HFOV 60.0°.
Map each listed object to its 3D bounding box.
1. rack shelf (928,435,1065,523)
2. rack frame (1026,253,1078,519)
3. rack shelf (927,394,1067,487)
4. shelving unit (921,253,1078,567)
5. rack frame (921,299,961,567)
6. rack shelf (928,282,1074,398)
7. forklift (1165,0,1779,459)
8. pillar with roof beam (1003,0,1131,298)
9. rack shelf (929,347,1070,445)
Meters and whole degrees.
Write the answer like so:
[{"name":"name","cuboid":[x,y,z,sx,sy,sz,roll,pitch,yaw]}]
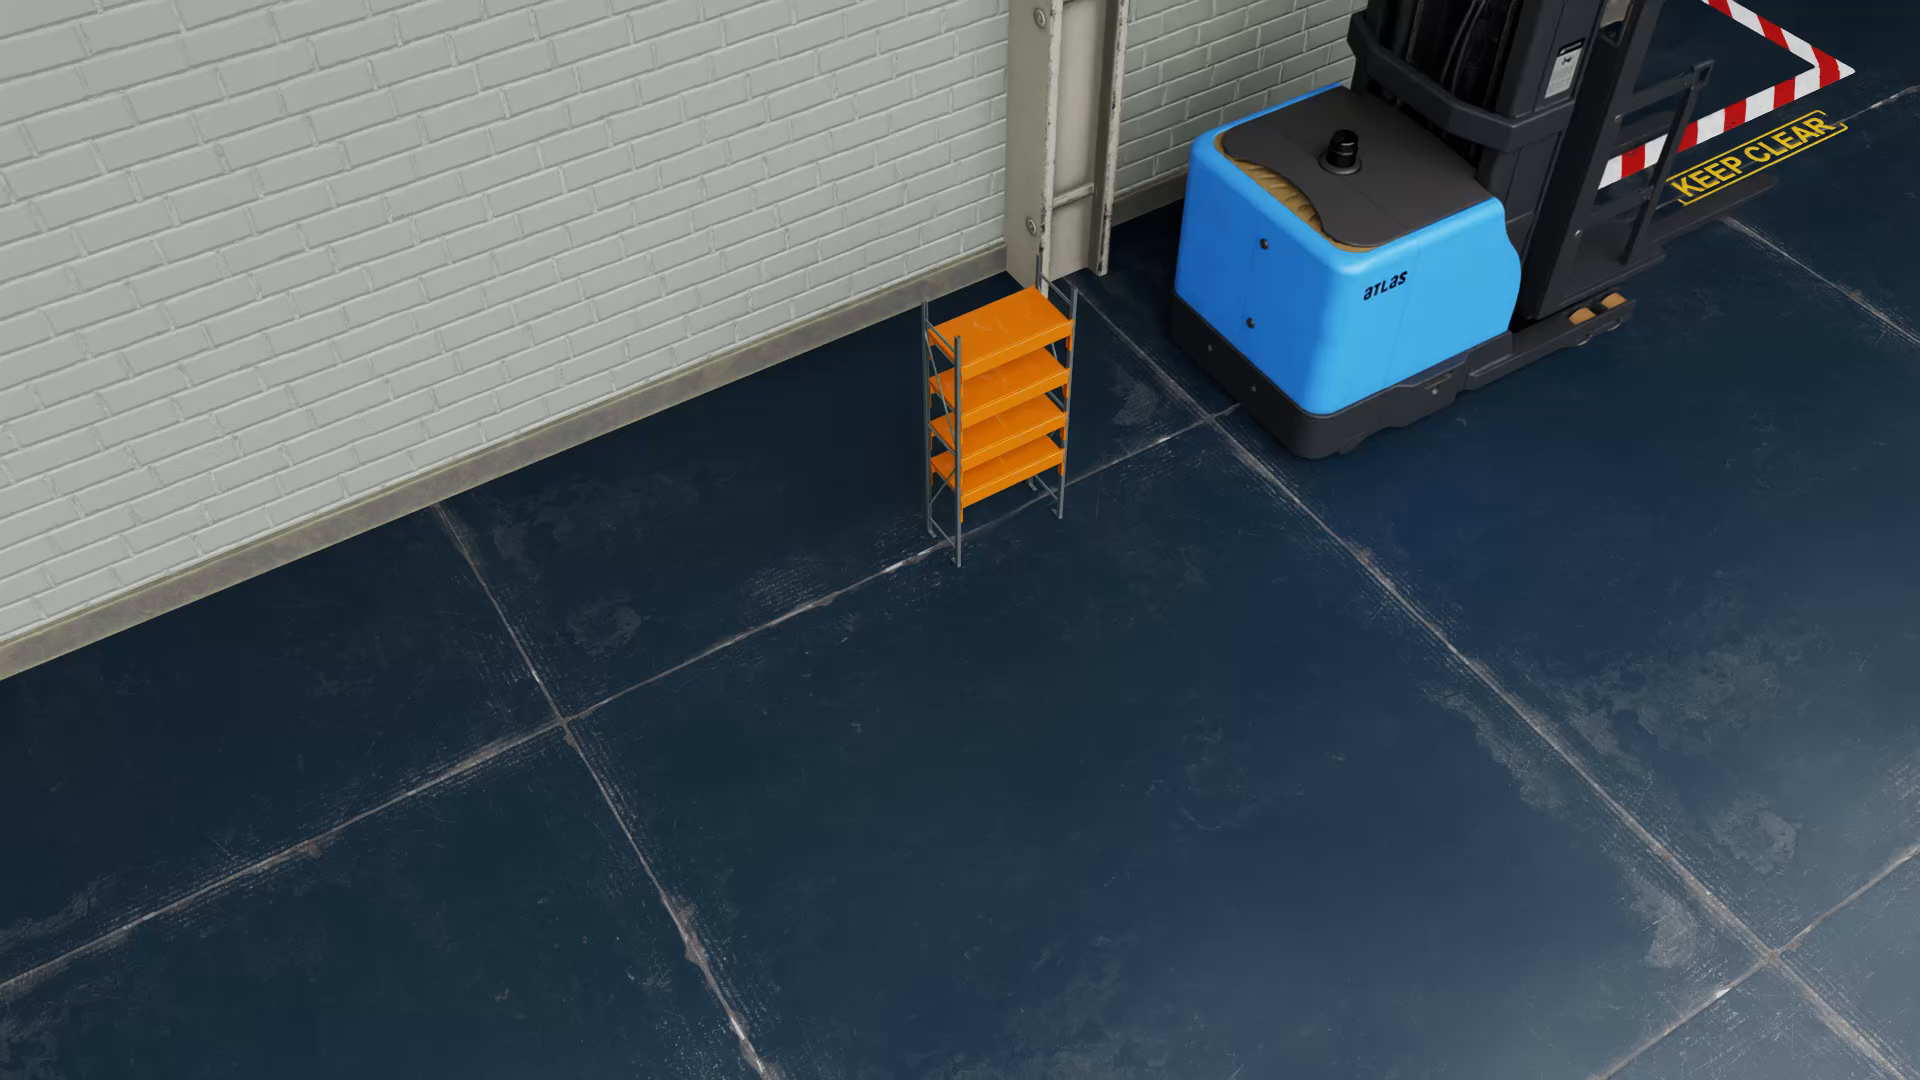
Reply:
[{"name":"rack shelf","cuboid":[0.140,-0.288,6.504,0.480,0.148,0.258,-25,53,-21]},{"name":"rack frame","cuboid":[0.346,-0.562,6.393,0.015,1.200,0.240,-25,53,-21]},{"name":"rack shelf","cuboid":[0.140,-0.420,6.356,0.480,0.148,0.258,-25,53,-21]},{"name":"shelving unit","cuboid":[0.140,-0.465,6.306,0.503,1.200,0.258,-25,53,-21]},{"name":"rack frame","cuboid":[-0.066,-0.368,6.219,0.015,1.200,0.240,-25,53,-21]},{"name":"rack shelf","cuboid":[0.140,-0.726,6.012,0.480,0.148,0.258,-25,53,-21]},{"name":"forklift","cuboid":[2.443,-2.161,6.657,3.031,2.935,1.130,-25,53,-20]},{"name":"pillar with roof beam","cuboid":[2.745,-1.549,2.049,0.400,9.000,9.100,-25,53,-21]},{"name":"rack shelf","cuboid":[0.140,-0.569,6.189,0.480,0.148,0.258,-25,53,-21]}]
